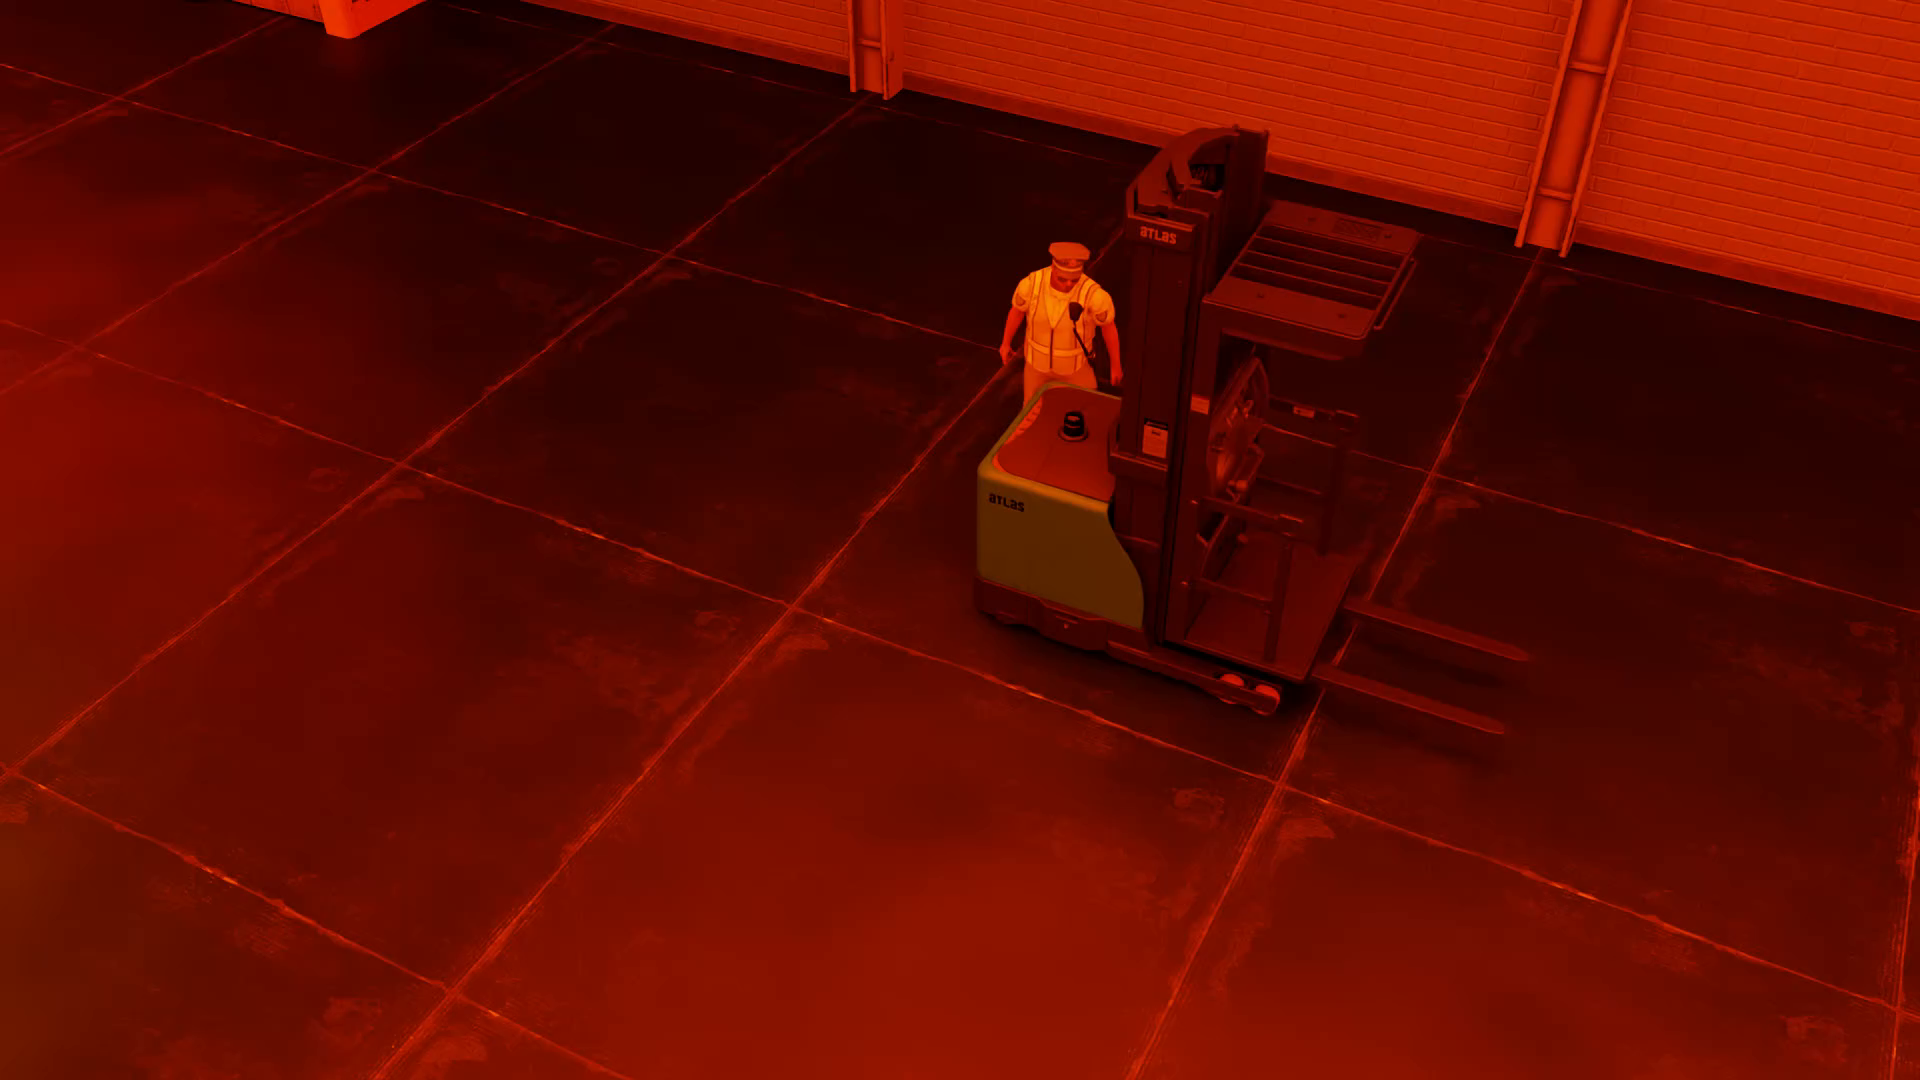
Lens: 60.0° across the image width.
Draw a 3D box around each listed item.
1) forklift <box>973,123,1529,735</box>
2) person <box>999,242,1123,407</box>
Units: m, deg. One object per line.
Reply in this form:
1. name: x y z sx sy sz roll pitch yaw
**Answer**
1. forklift: 1.634 -0.555 8.645 3.031 2.935 1.130 17 43 20
2. person: 0.643 -1.088 10.230 0.874 1.722 0.415 11 41 12
